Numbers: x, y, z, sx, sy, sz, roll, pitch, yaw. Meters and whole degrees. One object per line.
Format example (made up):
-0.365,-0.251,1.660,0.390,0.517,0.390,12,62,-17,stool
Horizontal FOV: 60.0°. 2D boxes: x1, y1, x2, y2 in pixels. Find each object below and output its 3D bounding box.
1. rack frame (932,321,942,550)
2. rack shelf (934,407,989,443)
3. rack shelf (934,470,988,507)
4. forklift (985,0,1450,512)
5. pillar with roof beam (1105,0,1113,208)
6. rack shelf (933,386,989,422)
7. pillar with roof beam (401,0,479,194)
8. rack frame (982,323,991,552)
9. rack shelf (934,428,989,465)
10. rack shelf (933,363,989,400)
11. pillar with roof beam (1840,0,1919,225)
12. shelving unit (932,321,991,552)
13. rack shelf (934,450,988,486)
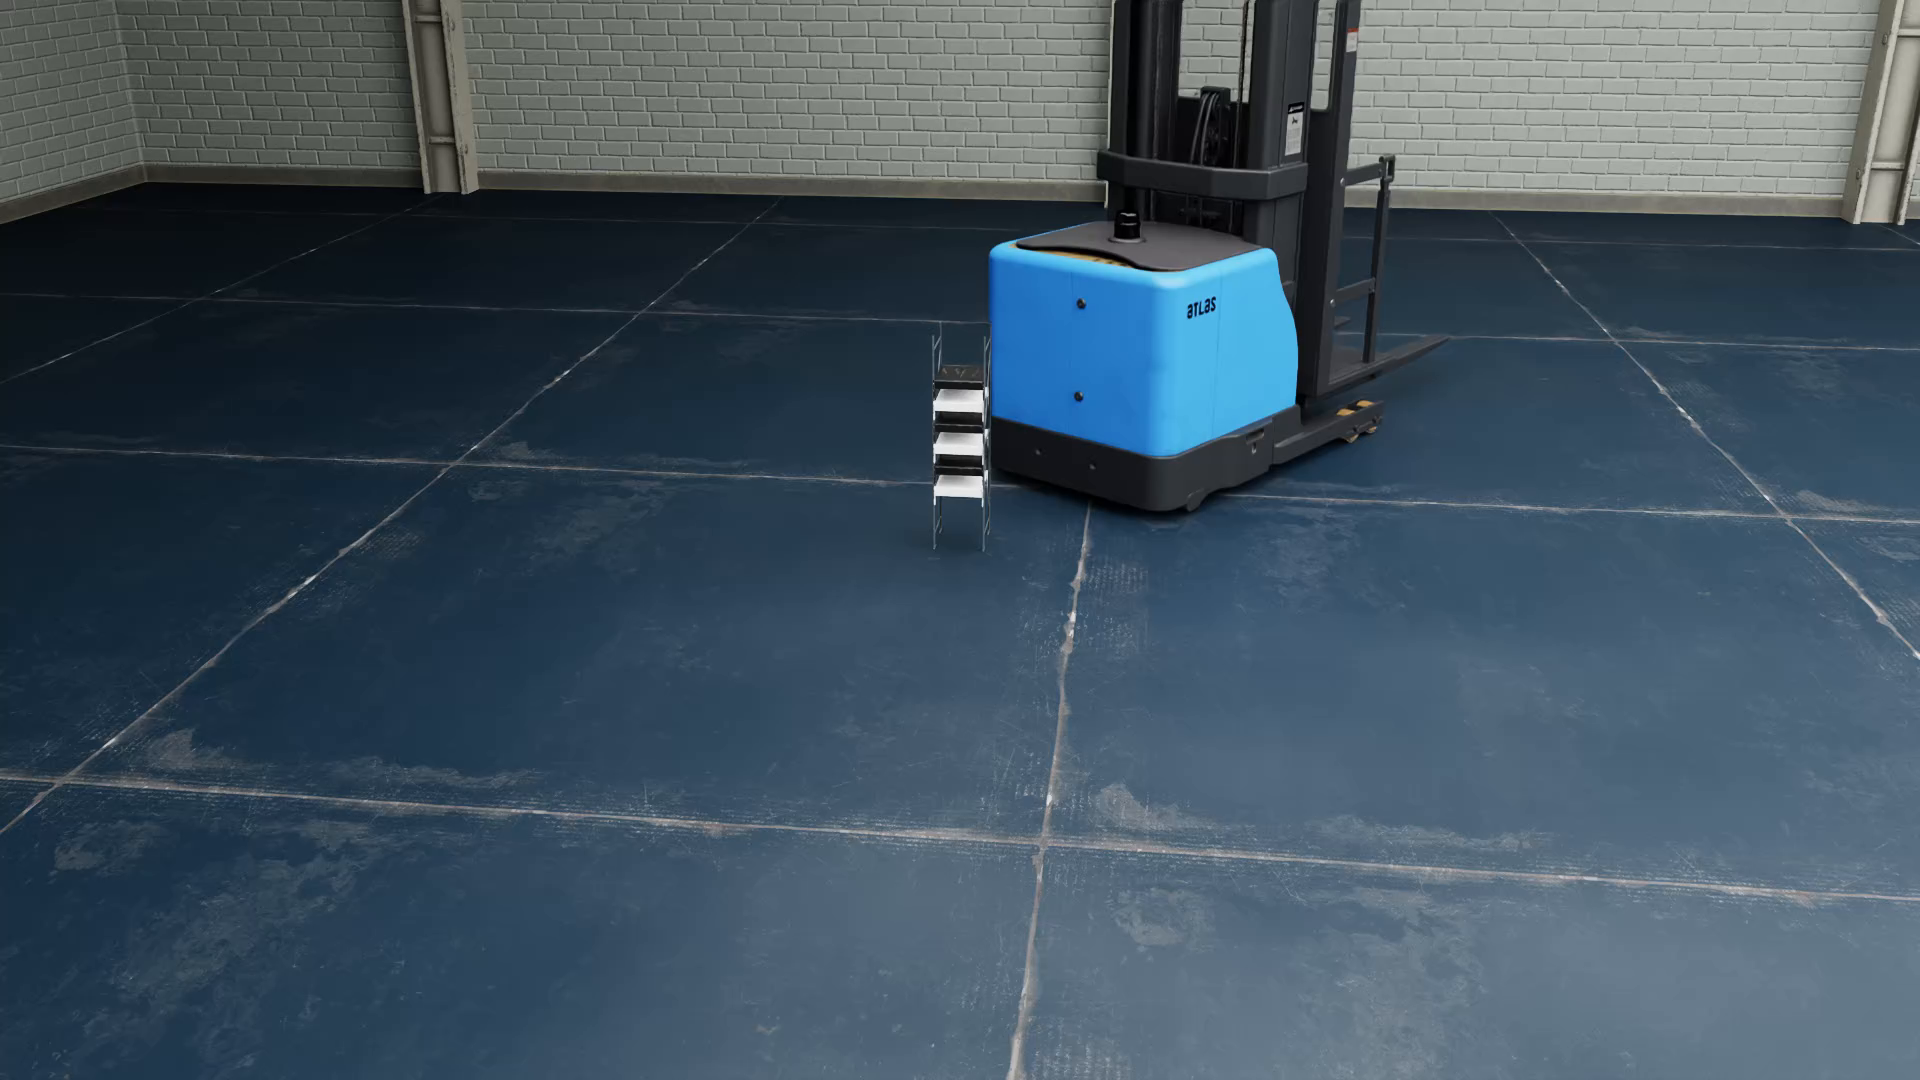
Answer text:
-0.093,-0.423,6.785,0.006,0.900,0.240,2,22,6,rack frame
0.008,-0.471,6.753,0.200,0.077,0.258,2,22,6,rack shelf
0.008,-0.220,6.852,0.200,0.077,0.258,2,22,6,rack shelf
1.455,-1.944,7.870,1.130,2.935,3.031,18,28,38,forklift
0.930,-5.464,8.520,0.400,9.000,9.100,2,22,6,pillar with roof beam
0.008,-0.555,6.720,0.200,0.077,0.258,2,22,6,rack shelf
-5.028,-5.723,9.177,0.400,9.000,9.100,2,22,6,pillar with roof beam
0.109,-0.414,6.762,0.006,0.900,0.240,2,22,6,rack frame
0.008,-0.387,6.786,0.200,0.077,0.258,2,22,6,rack shelf
0.008,-0.638,6.686,0.200,0.077,0.258,2,22,6,rack shelf
6.888,-5.204,7.864,0.400,9.000,9.100,2,22,6,pillar with roof beam
0.008,-0.418,6.773,0.210,0.900,0.258,2,22,6,shelving unit
0.008,-0.303,6.819,0.200,0.077,0.258,2,22,6,rack shelf
